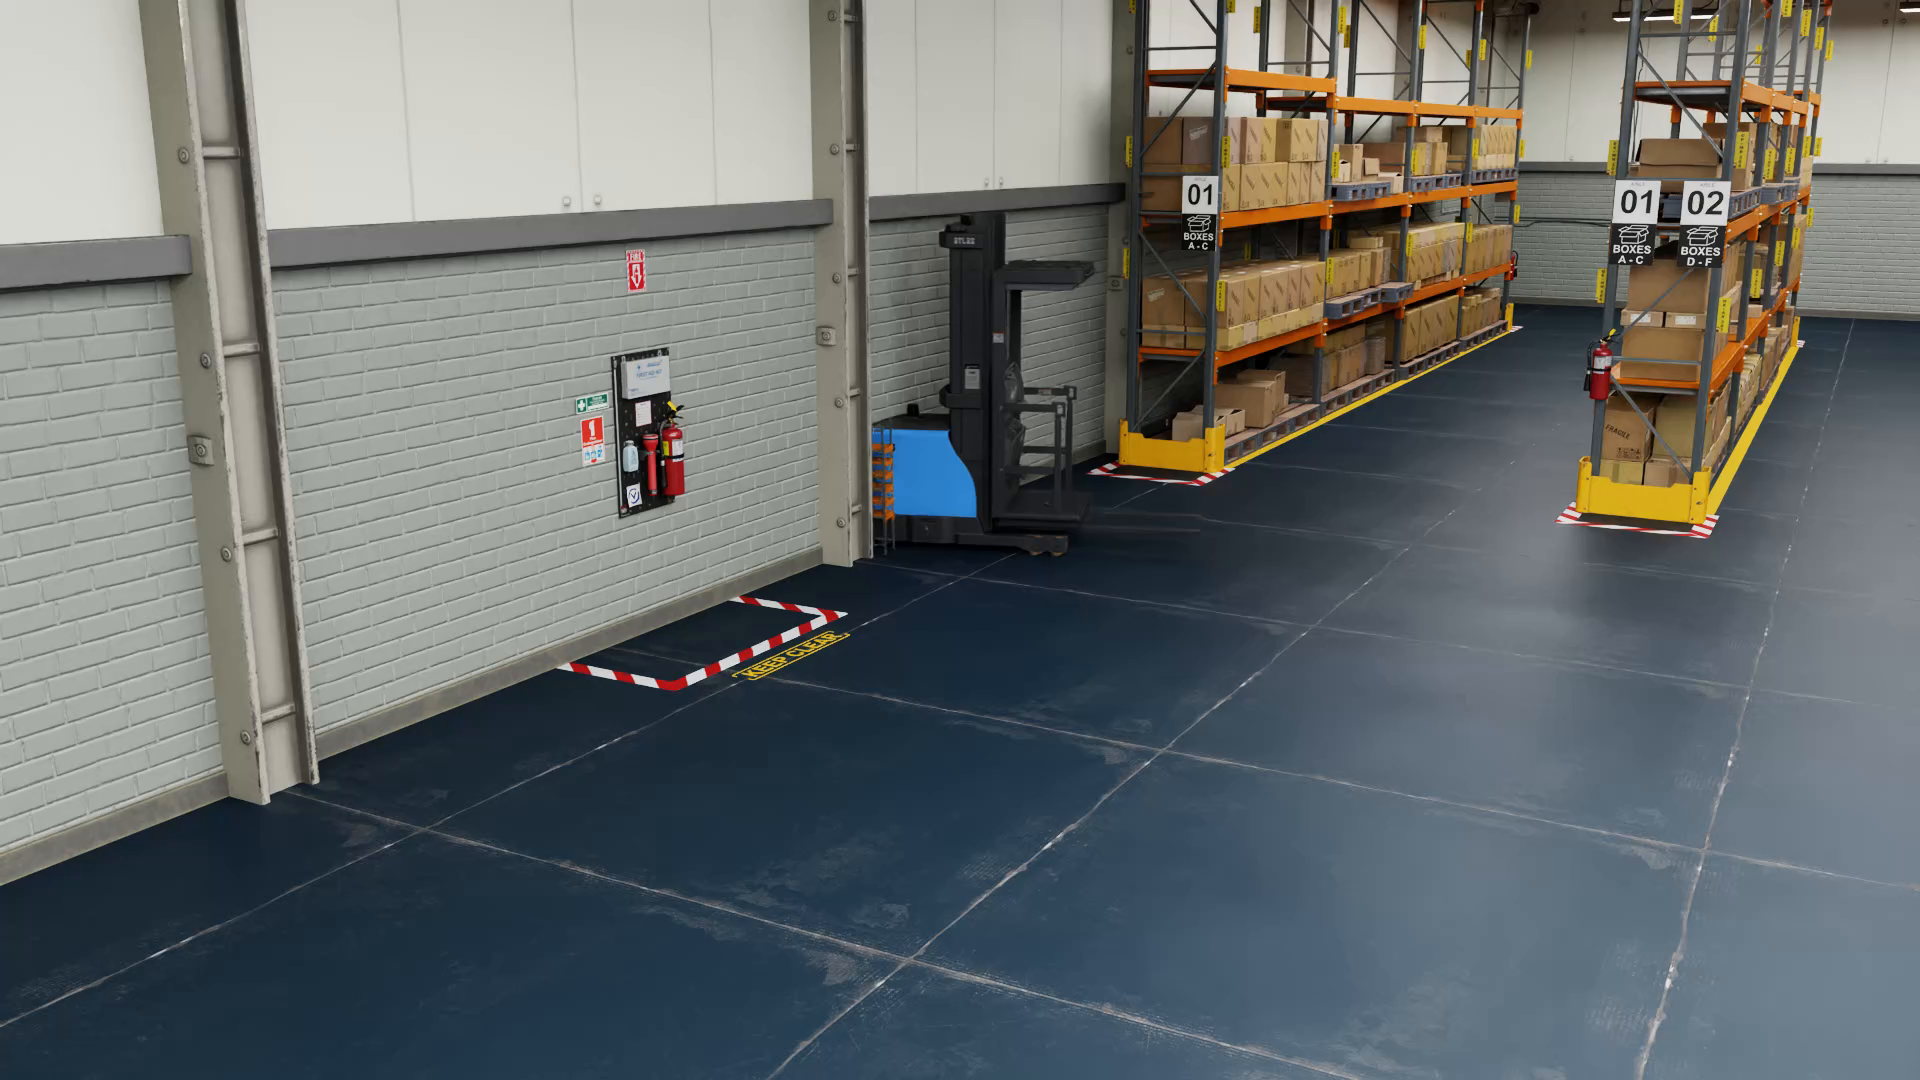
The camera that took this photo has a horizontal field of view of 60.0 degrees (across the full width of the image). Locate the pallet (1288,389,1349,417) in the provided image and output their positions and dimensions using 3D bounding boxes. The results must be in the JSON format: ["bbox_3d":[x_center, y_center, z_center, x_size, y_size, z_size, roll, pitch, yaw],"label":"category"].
[{"bbox_3d":[4.639,-1.898,22.671,1.003,0.211,1.213,7,15,28],"label":"pallet"}]

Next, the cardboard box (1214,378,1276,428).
[{"bbox_3d":[3.418,-1.665,20.151,0.700,0.500,0.500,6,15,25],"label":"cardboard box"}]

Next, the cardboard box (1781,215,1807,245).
[{"bbox_3d":[14.185,-5.303,28.501,0.500,0.500,0.500,8,16,30],"label":"cardboard box"}]

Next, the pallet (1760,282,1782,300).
[{"bbox_3d":[11.472,-3.660,24.440,1.003,0.211,1.213,7,15,28],"label":"pallet"}]

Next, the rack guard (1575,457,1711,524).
[{"bbox_3d":[6.657,-0.492,16.225,1.175,0.500,0.348,7,15,28],"label":"rack guard"}]

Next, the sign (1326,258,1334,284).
[{"bbox_3d":[4.743,-3.454,21.331,0.100,0.325,0.005,7,15,28],"label":"sign"}]

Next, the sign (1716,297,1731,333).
[{"bbox_3d":[7.152,-2.108,15.576,0.100,0.325,0.005,7,15,28],"label":"sign"}]

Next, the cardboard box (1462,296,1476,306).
[{"bbox_3d":[8.908,-4.230,29.451,0.380,0.149,0.250,8,16,30],"label":"cardboard box"}]

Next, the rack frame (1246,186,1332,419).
[{"bbox_3d":[4.264,-3.093,21.681,1.000,3.000,0.127,7,15,28],"label":"rack frame"}]

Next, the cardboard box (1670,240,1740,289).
[{"bbox_3d":[8.393,-3.121,18.812,0.700,0.500,0.500,7,15,28],"label":"cardboard box"}]

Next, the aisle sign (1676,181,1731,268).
[{"bbox_3d":[6.905,-2.928,15.448,0.394,0.787,0.004,7,15,28],"label":"aisle sign"}]

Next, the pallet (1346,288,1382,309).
[{"bbox_3d":[5.277,-3.410,23.404,1.003,0.211,1.213,7,15,28],"label":"pallet"}]

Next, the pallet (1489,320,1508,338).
[{"bbox_3d":[9.747,-4.027,31.503,1.003,0.211,1.213,7,15,28],"label":"pallet"}]

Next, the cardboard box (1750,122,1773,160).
[{"bbox_3d":[10.752,-5.435,22.648,0.500,0.500,0.500,7,15,28],"label":"cardboard box"}]

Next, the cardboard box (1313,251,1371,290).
[{"bbox_3d":[5.396,-3.821,23.547,0.700,0.500,0.500,7,15,28],"label":"cardboard box"}]

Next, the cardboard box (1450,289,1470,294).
[{"bbox_3d":[9.212,-4.546,30.758,0.380,0.149,0.250,8,16,29],"label":"cardboard box"}]

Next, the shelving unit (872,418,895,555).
[{"bbox_3d":[-0.736,-0.479,14.647,0.258,1.200,0.189,6,18,19],"label":"shelving unit"}]

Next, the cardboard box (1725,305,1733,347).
[{"bbox_3d":[8.393,-2.490,18.964,0.700,0.500,0.500,7,15,27],"label":"cardboard box"}]

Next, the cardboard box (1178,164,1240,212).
[{"bbox_3d":[2.711,-3.830,18.079,0.500,0.500,0.500,8,16,30],"label":"cardboard box"}]

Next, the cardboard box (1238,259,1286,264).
[{"bbox_3d":[3.854,-3.322,21.307,0.500,0.500,0.500,7,15,27],"label":"cardboard box"}]

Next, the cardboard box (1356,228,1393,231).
[{"bbox_3d":[6.443,-4.710,25.896,0.500,0.250,0.500,7,15,26],"label":"cardboard box"}]

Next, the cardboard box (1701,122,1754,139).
[{"bbox_3d":[8.935,-4.609,19.392,0.500,0.500,0.500,8,15,29],"label":"cardboard box"}]

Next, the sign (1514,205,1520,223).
[{"bbox_3d":[10.533,-6.169,31.463,0.100,0.325,0.005,7,15,28],"label":"sign"}]

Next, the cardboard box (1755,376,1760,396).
[{"bbox_3d":[10.495,-2.086,22.471,0.500,0.250,0.500,8,16,29],"label":"cardboard box"}]

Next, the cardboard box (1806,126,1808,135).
[{"bbox_3d":[14.169,-6.881,28.643,0.700,0.500,0.500,7,15,28],"label":"cardboard box"}]

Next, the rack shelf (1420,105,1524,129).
[{"bbox_3d":[9.098,-7.517,29.620,1.077,0.370,4.000,7,15,28],"label":"rack shelf"}]

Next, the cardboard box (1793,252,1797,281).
[{"bbox_3d":[13.443,-4.504,27.320,0.500,0.500,0.500,7,15,28],"label":"cardboard box"}]

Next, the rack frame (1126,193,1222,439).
[{"bbox_3d":[2.330,-2.273,18.277,1.000,3.000,0.127,7,15,28],"label":"rack frame"}]

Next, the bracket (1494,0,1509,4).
[{"bbox_3d":[10.723,-10.748,32.953,0.235,0.232,0.430,7,15,28],"label":"bracket"}]

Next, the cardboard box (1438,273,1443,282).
[{"bbox_3d":[7.697,-4.315,27.241,0.380,0.149,0.250,7,15,28],"label":"cardboard box"}]

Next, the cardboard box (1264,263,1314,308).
[{"bbox_3d":[4.070,-3.160,20.634,0.500,0.500,0.500,7,15,28],"label":"cardboard box"}]

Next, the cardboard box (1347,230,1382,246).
[{"bbox_3d":[6.190,-4.604,25.456,0.500,0.250,0.500,8,16,30],"label":"cardboard box"}]

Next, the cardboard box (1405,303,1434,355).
[{"bbox_3d":[7.097,-3.388,26.595,0.750,0.750,0.750,7,15,28],"label":"cardboard box"}]

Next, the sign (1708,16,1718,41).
[{"bbox_3d":[10.056,-6.822,22.185,0.100,0.325,0.005,7,15,28],"label":"sign"}]

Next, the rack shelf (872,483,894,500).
[{"bbox_3d":[-0.736,-0.436,14.661,0.258,0.103,0.180,6,18,19],"label":"rack shelf"}]

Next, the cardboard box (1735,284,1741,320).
[{"bbox_3d":[9.485,-2.948,20.865,0.500,0.500,0.500,7,15,28],"label":"cardboard box"}]

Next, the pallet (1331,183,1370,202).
[{"bbox_3d":[4.656,-4.575,21.827,1.213,0.211,1.003,7,15,28],"label":"pallet"}]

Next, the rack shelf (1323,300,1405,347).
[{"bbox_3d":[5.231,-3.154,23.468,1.077,0.370,4.000,7,15,28],"label":"rack shelf"}]

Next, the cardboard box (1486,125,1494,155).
[{"bbox_3d":[8.965,-6.958,28.922,0.500,0.500,0.500,7,15,27],"label":"cardboard box"}]

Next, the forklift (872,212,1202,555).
[{"bbox_3d":[0.673,-1.423,14.900,3.031,2.935,1.130,2,14,9],"label":"forklift"}]

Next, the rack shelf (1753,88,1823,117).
[{"bbox_3d":[13.436,-7.150,27.248,1.077,0.370,4.000,7,15,28],"label":"rack shelf"}]

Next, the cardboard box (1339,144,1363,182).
[{"bbox_3d":[5.195,-5.161,22.746,0.500,0.500,0.500,7,15,26],"label":"cardboard box"}]

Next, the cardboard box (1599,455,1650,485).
[{"bbox_3d":[6.669,-0.723,16.821,0.500,0.250,0.500,7,15,28],"label":"cardboard box"}]

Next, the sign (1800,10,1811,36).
[{"bbox_3d":[11.024,-6.739,21.672,0.100,0.325,0.005,7,15,28],"label":"sign"}]

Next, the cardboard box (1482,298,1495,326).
[{"bbox_3d":[9.572,-4.287,31.069,0.700,0.500,0.500,7,15,28],"label":"cardboard box"}]

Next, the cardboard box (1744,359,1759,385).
[{"bbox_3d":[10.253,-2.251,21.961,0.500,0.311,0.500,7,15,27],"label":"cardboard box"}]

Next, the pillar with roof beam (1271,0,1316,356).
[{"bbox_3d":[8.581,-6.174,21.659,9.100,9.000,0.400,7,15,28],"label":"pillar with roof beam"}]

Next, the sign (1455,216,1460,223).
[{"bbox_3d":[9.582,-6.079,32.049,0.100,0.325,0.005,7,15,28],"label":"sign"}]

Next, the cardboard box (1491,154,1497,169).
[{"bbox_3d":[9.197,-6.694,29.426,0.500,0.250,0.500,7,15,26],"label":"cardboard box"}]

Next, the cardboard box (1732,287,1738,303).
[{"bbox_3d":[8.537,-2.766,18.727,0.380,0.149,0.250,7,15,27],"label":"cardboard box"}]

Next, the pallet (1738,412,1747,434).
[{"bbox_3d":[9.513,-1.584,21.371,1.003,0.211,1.213,7,15,28],"label":"pallet"}]

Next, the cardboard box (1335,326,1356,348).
[{"bbox_3d":[5.321,-2.908,23.706,0.500,0.250,0.500,7,15,28],"label":"cardboard box"}]

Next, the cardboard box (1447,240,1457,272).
[{"bbox_3d":[7.891,-4.709,27.490,0.500,0.500,0.500,8,15,28],"label":"cardboard box"}]

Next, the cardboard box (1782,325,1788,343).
[{"bbox_3d":[13.871,-3.541,28.466,0.500,0.250,0.500,7,15,28],"label":"cardboard box"}]

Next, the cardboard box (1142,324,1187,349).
[{"bbox_3d":[2.387,-2.328,18.782,0.500,0.250,0.500,8,16,29],"label":"cardboard box"}]

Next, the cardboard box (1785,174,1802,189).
[{"bbox_3d":[12.921,-5.631,26.128,0.500,0.250,0.500,7,15,28],"label":"cardboard box"}]

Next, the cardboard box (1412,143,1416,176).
[{"bbox_3d":[6.592,-5.855,25.586,0.700,0.500,0.500,6,15,25],"label":"cardboard box"}]
